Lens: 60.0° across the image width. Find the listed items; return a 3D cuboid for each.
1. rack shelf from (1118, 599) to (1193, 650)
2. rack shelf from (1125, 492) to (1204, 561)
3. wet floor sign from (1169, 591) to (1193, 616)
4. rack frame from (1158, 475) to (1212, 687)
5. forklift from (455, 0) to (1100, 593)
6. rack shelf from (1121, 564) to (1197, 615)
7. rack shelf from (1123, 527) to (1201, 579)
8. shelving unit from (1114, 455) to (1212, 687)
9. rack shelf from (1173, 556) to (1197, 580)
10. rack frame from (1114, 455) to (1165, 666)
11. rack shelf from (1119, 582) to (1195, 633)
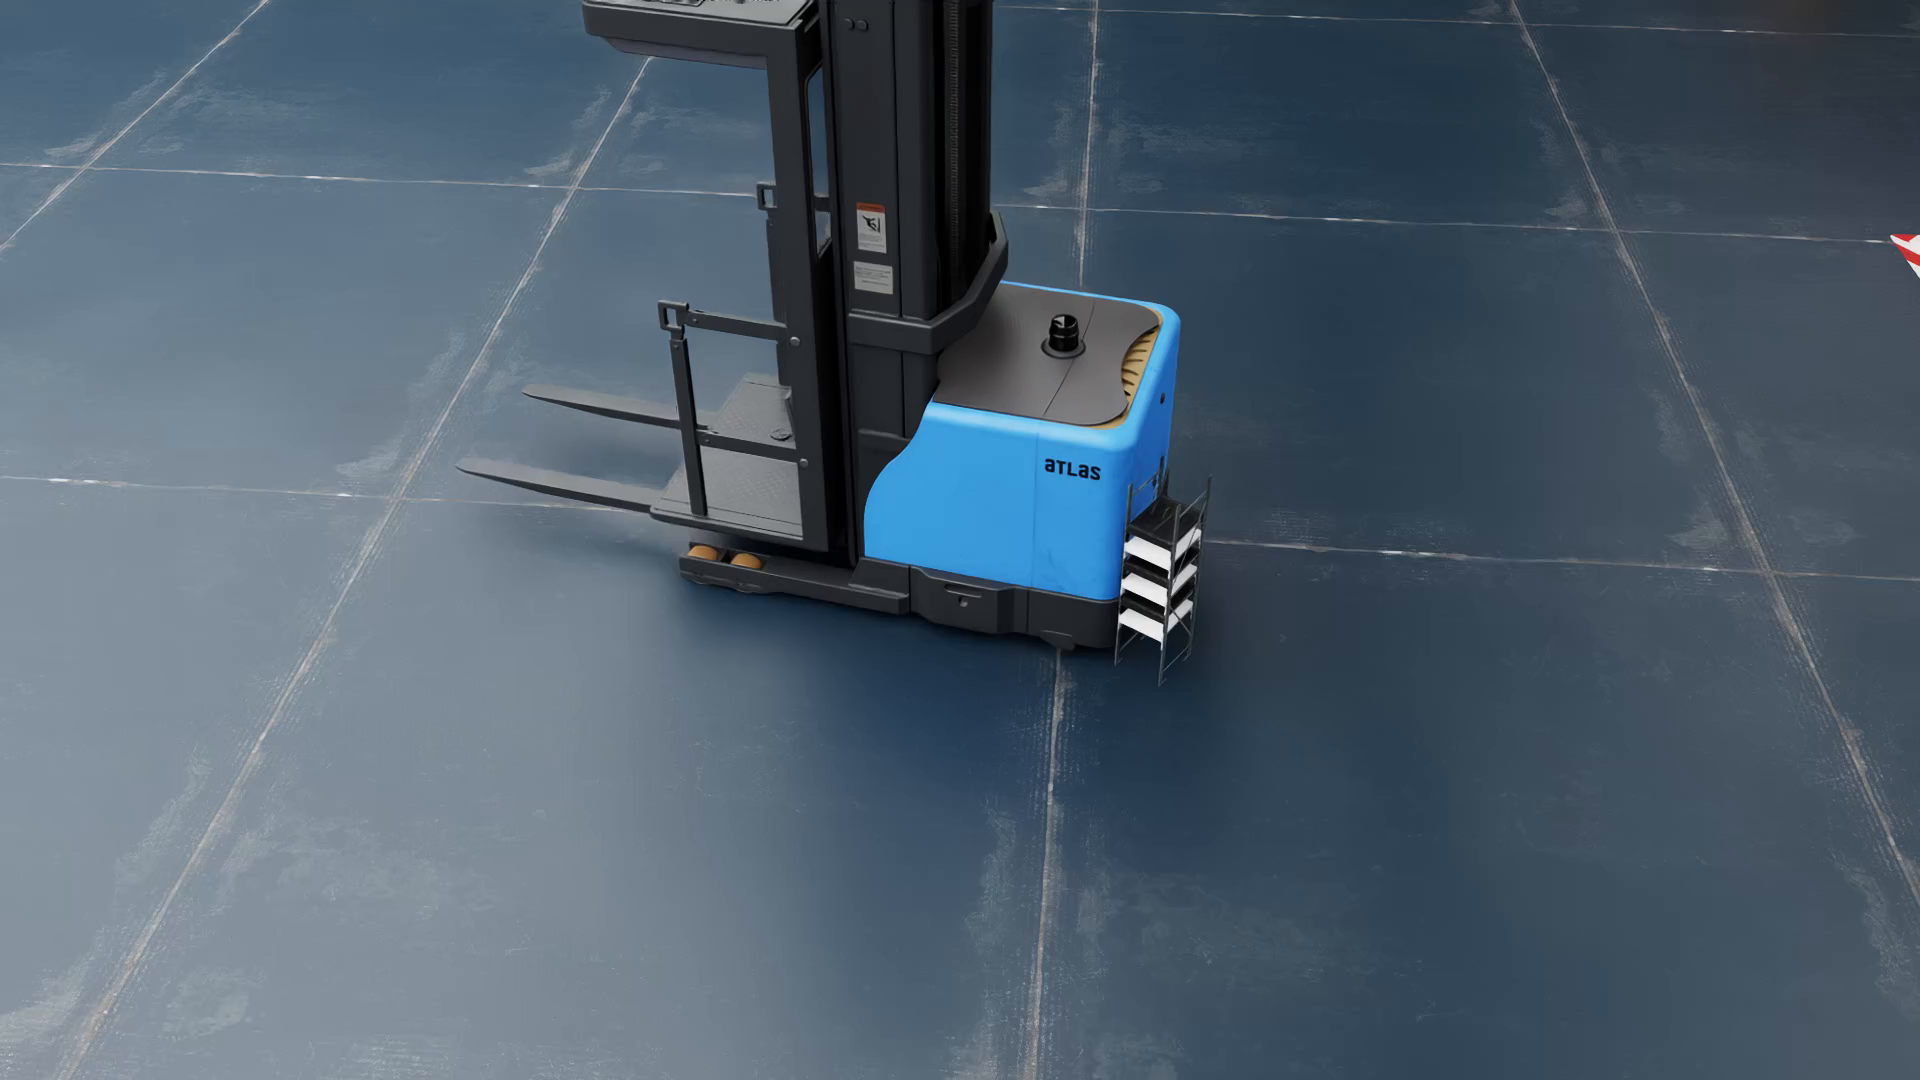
[{"bbox_3d":[0.772,0.296,6.511,0.200,0.077,0.258,25,46,28],"label":"rack shelf"},{"bbox_3d":[0.771,-0.053,6.227,0.200,0.077,0.258,25,46,28],"label":"rack shelf"},{"bbox_3d":[2.670,3.700,2.193,8.304,0.644,8.601,16,42,19],"label":"wet floor sign"},{"bbox_3d":[0.853,0.169,6.329,0.006,0.900,0.240,25,46,28],"label":"rack frame"},{"bbox_3d":[-0.718,-1.206,6.461,2.937,2.867,1.118,10,40,13],"label":"forklift"},{"bbox_3d":[0.772,0.157,6.398,0.200,0.077,0.258,25,46,28],"label":"rack shelf"},{"bbox_3d":[0.771,0.017,6.284,0.200,0.077,0.258,25,46,28],"label":"rack shelf"},{"bbox_3d":[0.772,0.131,6.377,0.210,0.900,0.258,25,46,28],"label":"shelving unit"},{"bbox_3d":[0.771,0.075,6.331,0.184,0.015,0.199,25,46,28],"label":"rack shelf"},{"bbox_3d":[0.690,0.092,6.424,0.006,0.900,0.240,25,46,28],"label":"rack frame"},{"bbox_3d":[0.772,0.226,6.454,0.200,0.077,0.258,25,46,28],"label":"rack shelf"}]
